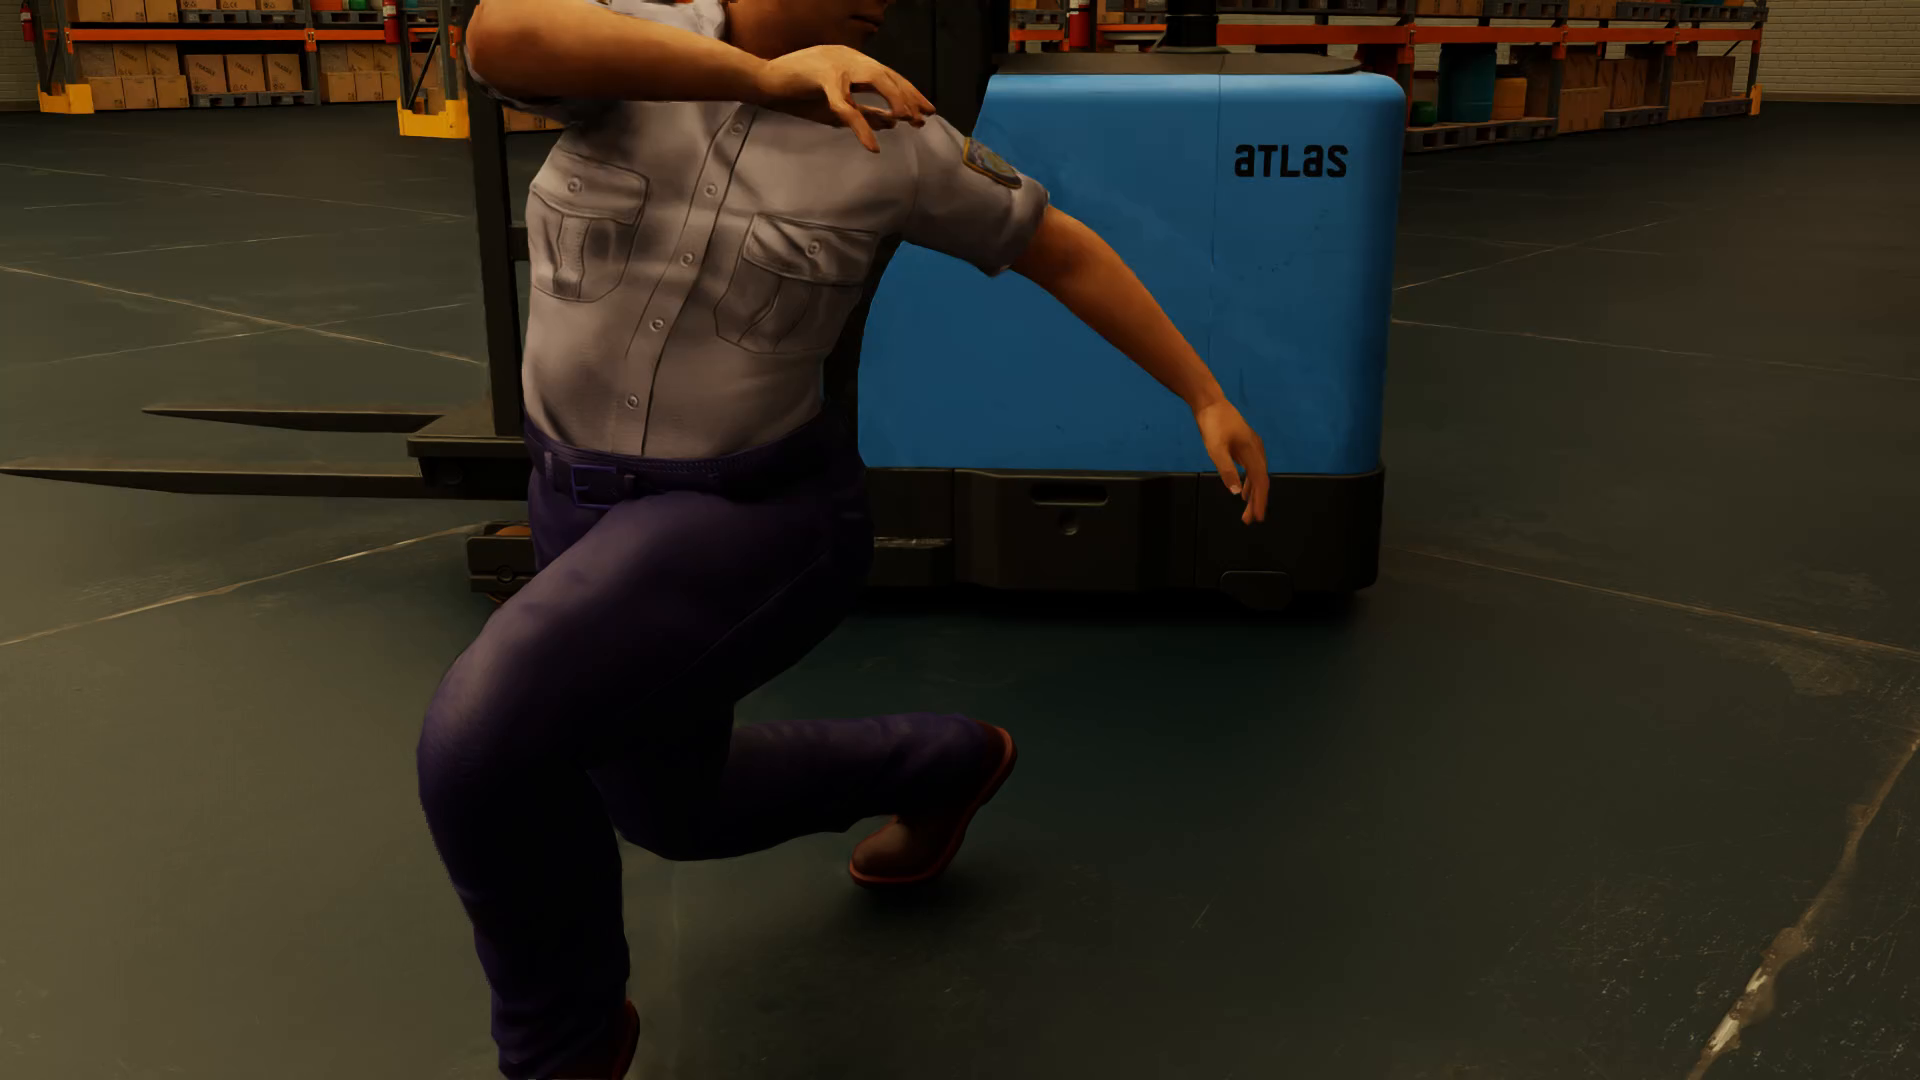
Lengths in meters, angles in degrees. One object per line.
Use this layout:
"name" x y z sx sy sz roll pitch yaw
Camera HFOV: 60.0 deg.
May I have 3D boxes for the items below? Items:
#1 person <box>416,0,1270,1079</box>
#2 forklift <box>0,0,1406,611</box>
"person" -0.130 -0.049 1.809 0.764 1.403 0.942 9 19 26
"forklift" -0.619 -1.411 3.544 3.031 2.935 1.130 1 17 4
